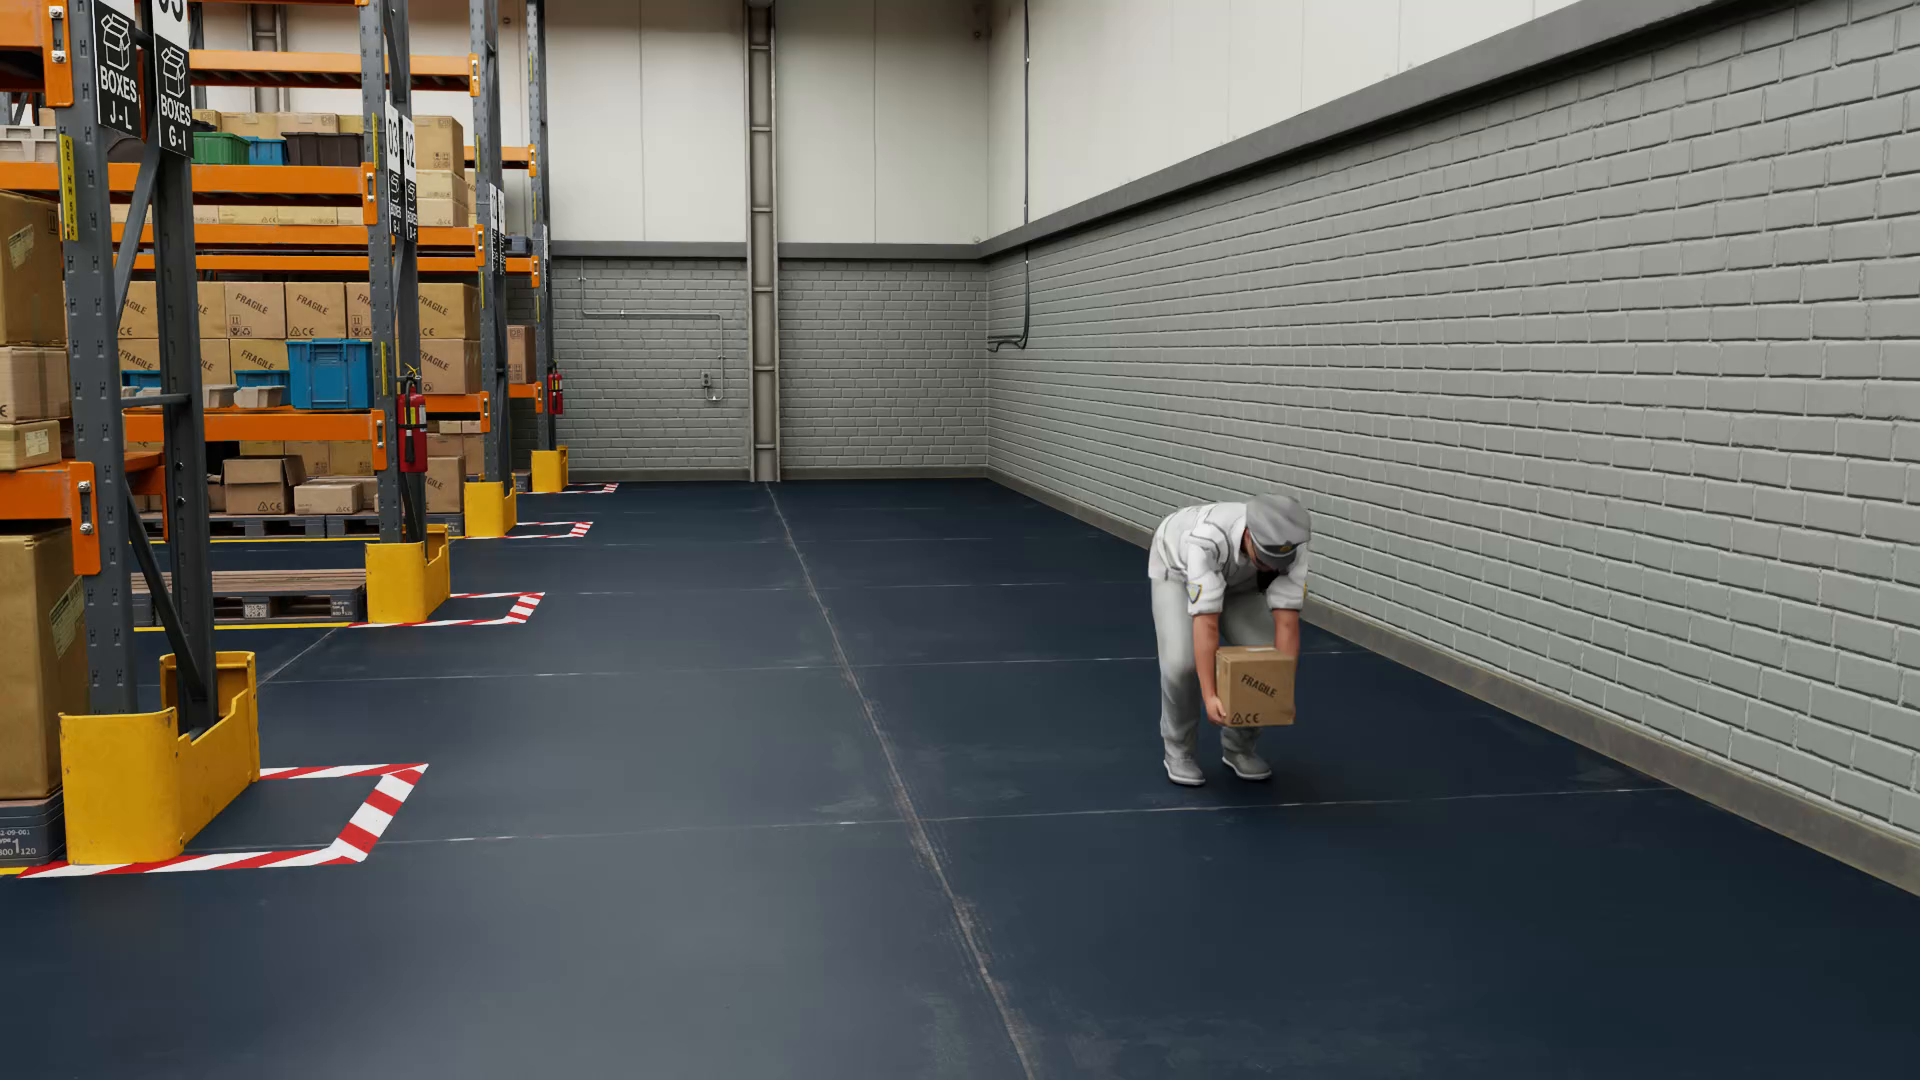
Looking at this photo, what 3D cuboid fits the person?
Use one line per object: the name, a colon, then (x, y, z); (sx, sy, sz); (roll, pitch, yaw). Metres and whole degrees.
person: (1.049, 0.381, 6.412); (0.516, 1.171, 1.028); (-1, 7, -11)
